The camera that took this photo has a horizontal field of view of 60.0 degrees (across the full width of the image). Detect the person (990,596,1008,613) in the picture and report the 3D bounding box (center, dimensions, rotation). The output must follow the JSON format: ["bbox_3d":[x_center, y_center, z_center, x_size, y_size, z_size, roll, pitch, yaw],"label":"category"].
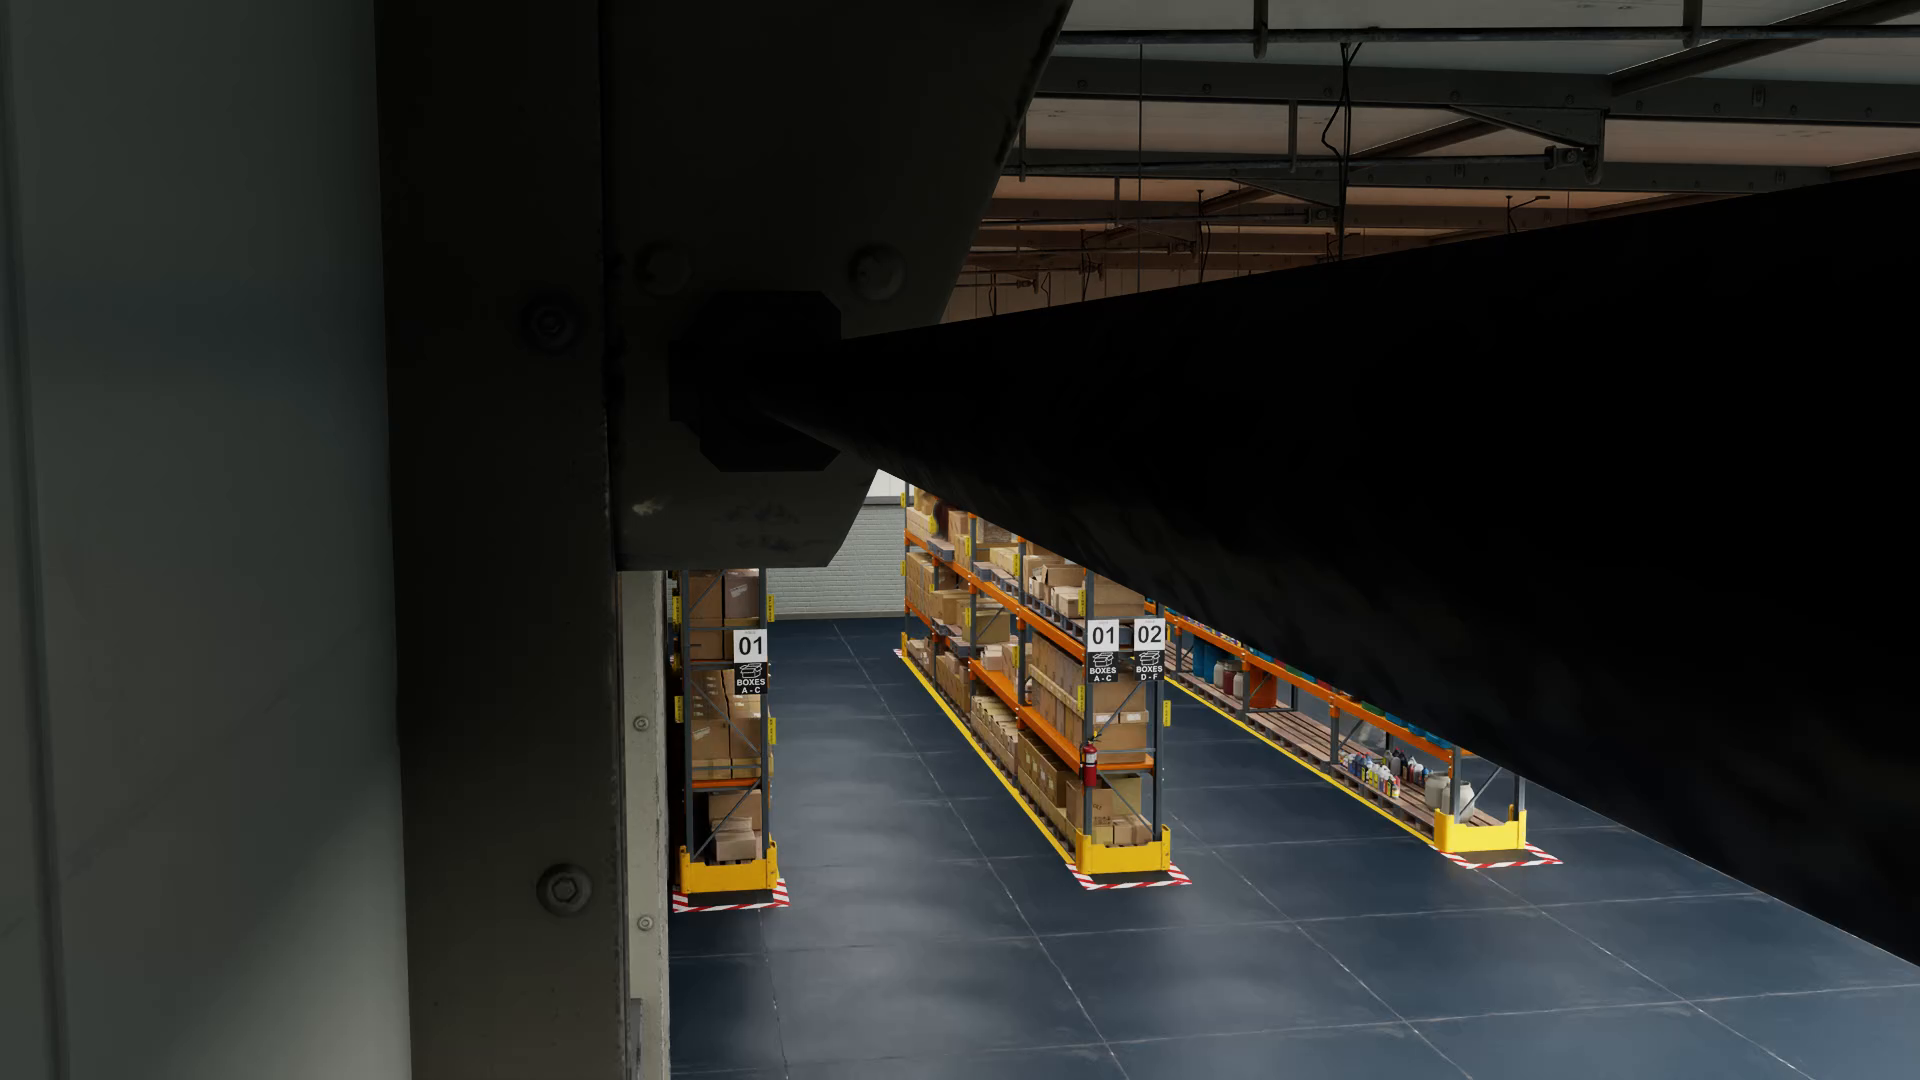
[{"bbox_3d":[0.926,1.490,38.955,0.481,1.597,0.992,-2,6,-15],"label":"person"}]

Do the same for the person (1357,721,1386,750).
[{"bbox_3d":[6.899,2.604,27.686,0.578,1.781,0.616,-5,8,-39],"label":"person"}]
